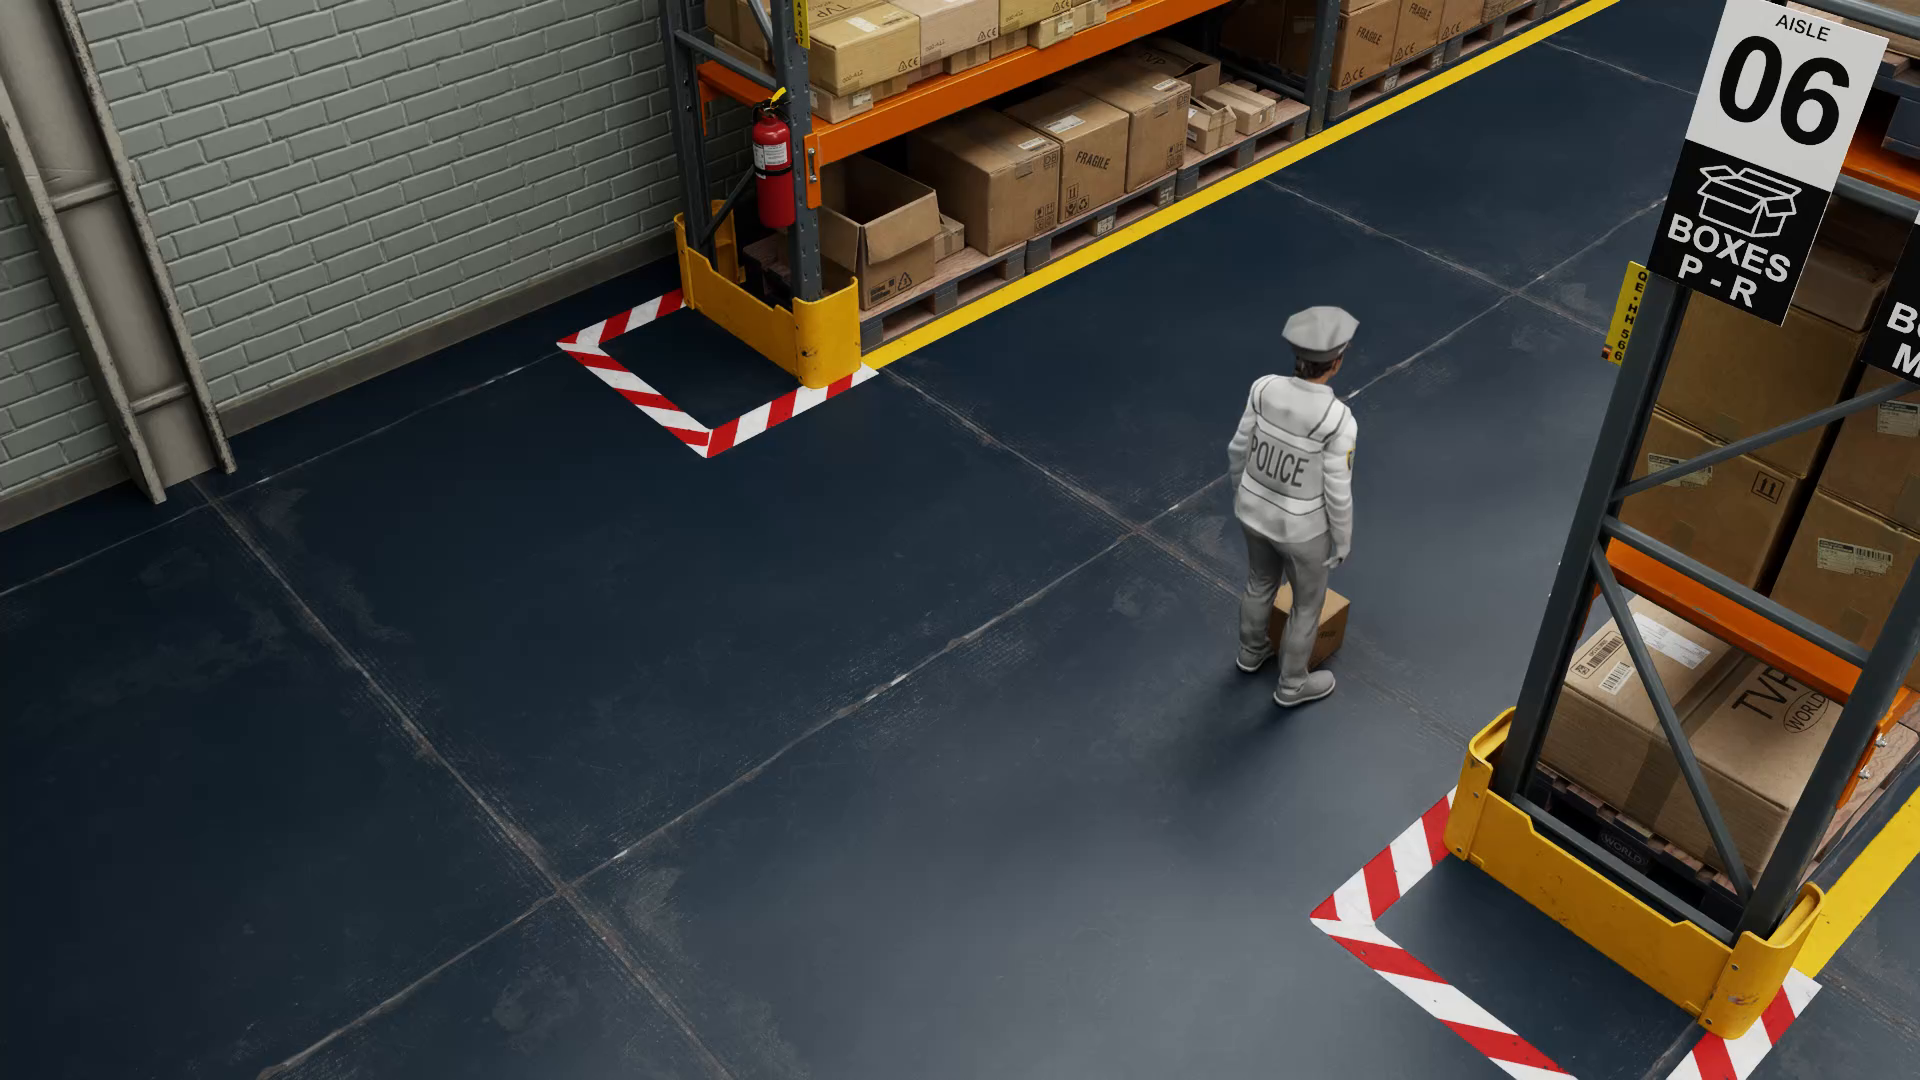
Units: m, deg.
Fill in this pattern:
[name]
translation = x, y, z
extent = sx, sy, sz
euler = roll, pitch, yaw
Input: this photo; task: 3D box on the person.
[person]
translation = 1.253, -0.100, 6.273
extent = 0.531, 1.662, 0.414
euler = 33, 50, 33
